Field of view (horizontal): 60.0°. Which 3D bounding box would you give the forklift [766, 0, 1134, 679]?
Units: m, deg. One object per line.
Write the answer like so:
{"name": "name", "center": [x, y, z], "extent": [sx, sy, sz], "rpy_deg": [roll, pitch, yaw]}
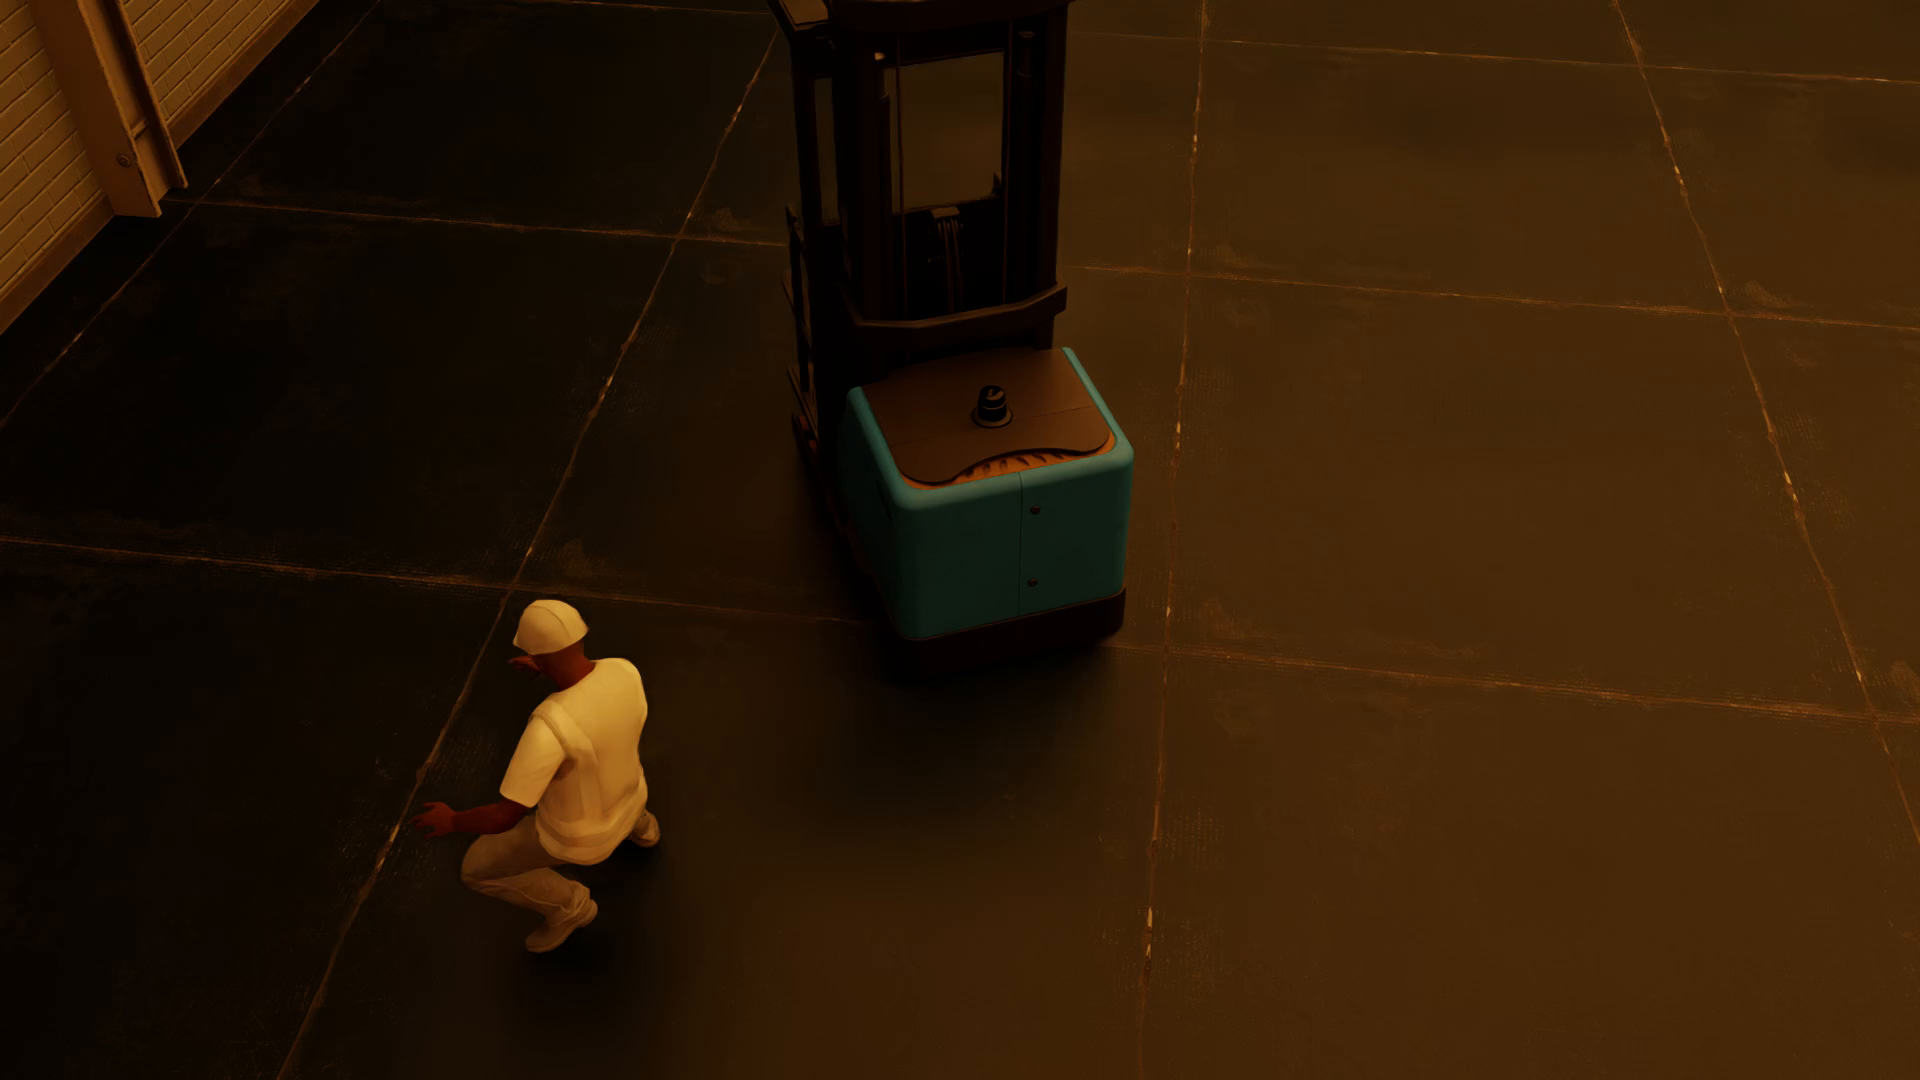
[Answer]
{"name": "forklift", "center": [-0.208, -1.493, 7.349], "extent": [1.130, 2.935, 3.031], "rpy_deg": [-12, 44, -13]}

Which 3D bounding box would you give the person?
{"name": "person", "center": [-1.463, 0.824, 5.833], "extent": [0.777, 1.578, 0.938], "rpy_deg": [18, 46, 19]}
